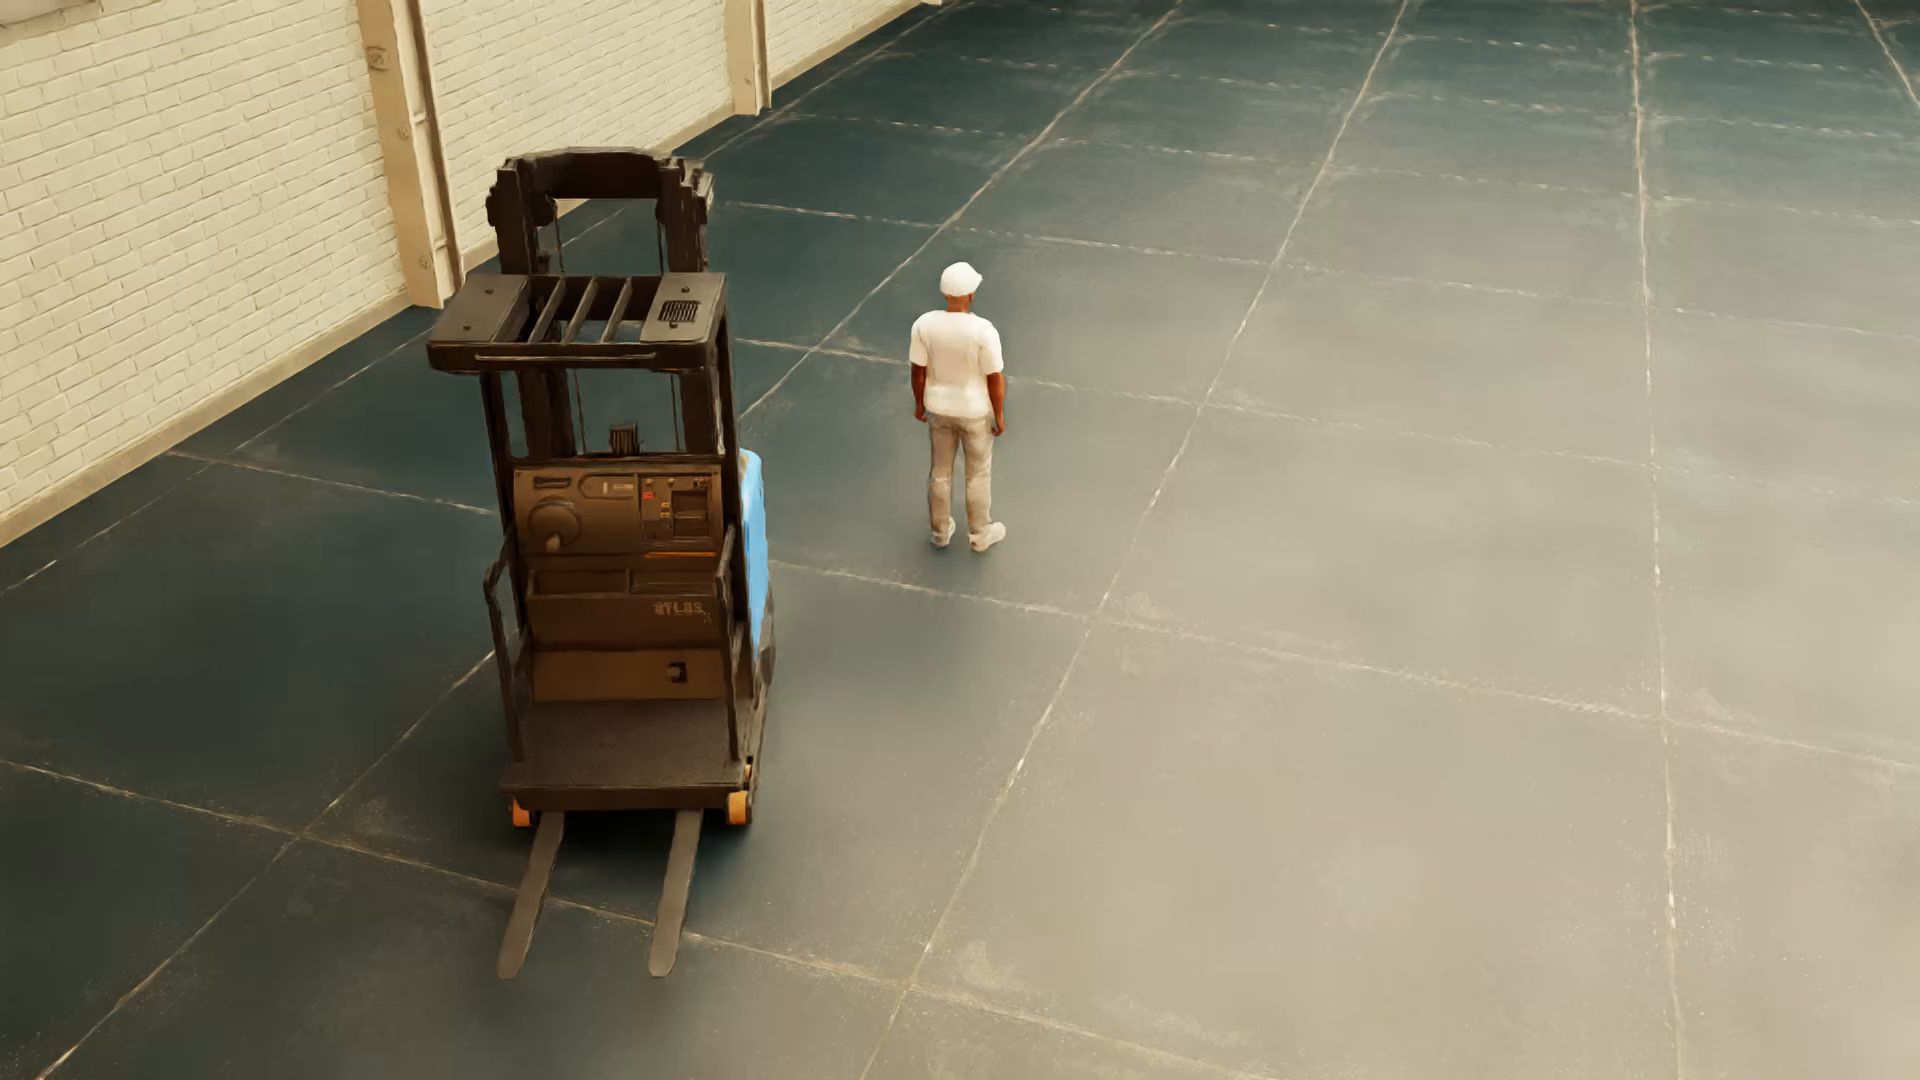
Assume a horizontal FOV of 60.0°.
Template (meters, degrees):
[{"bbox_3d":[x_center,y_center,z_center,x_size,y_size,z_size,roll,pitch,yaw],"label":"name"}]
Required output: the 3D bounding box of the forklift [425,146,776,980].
[{"bbox_3d":[-1.529,-0.092,7.298,1.130,2.935,3.031,-1,30,-1],"label":"forklift"}]

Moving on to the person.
[{"bbox_3d":[0.003,-0.774,9.669,0.559,1.771,0.367,10,31,16],"label":"person"}]
